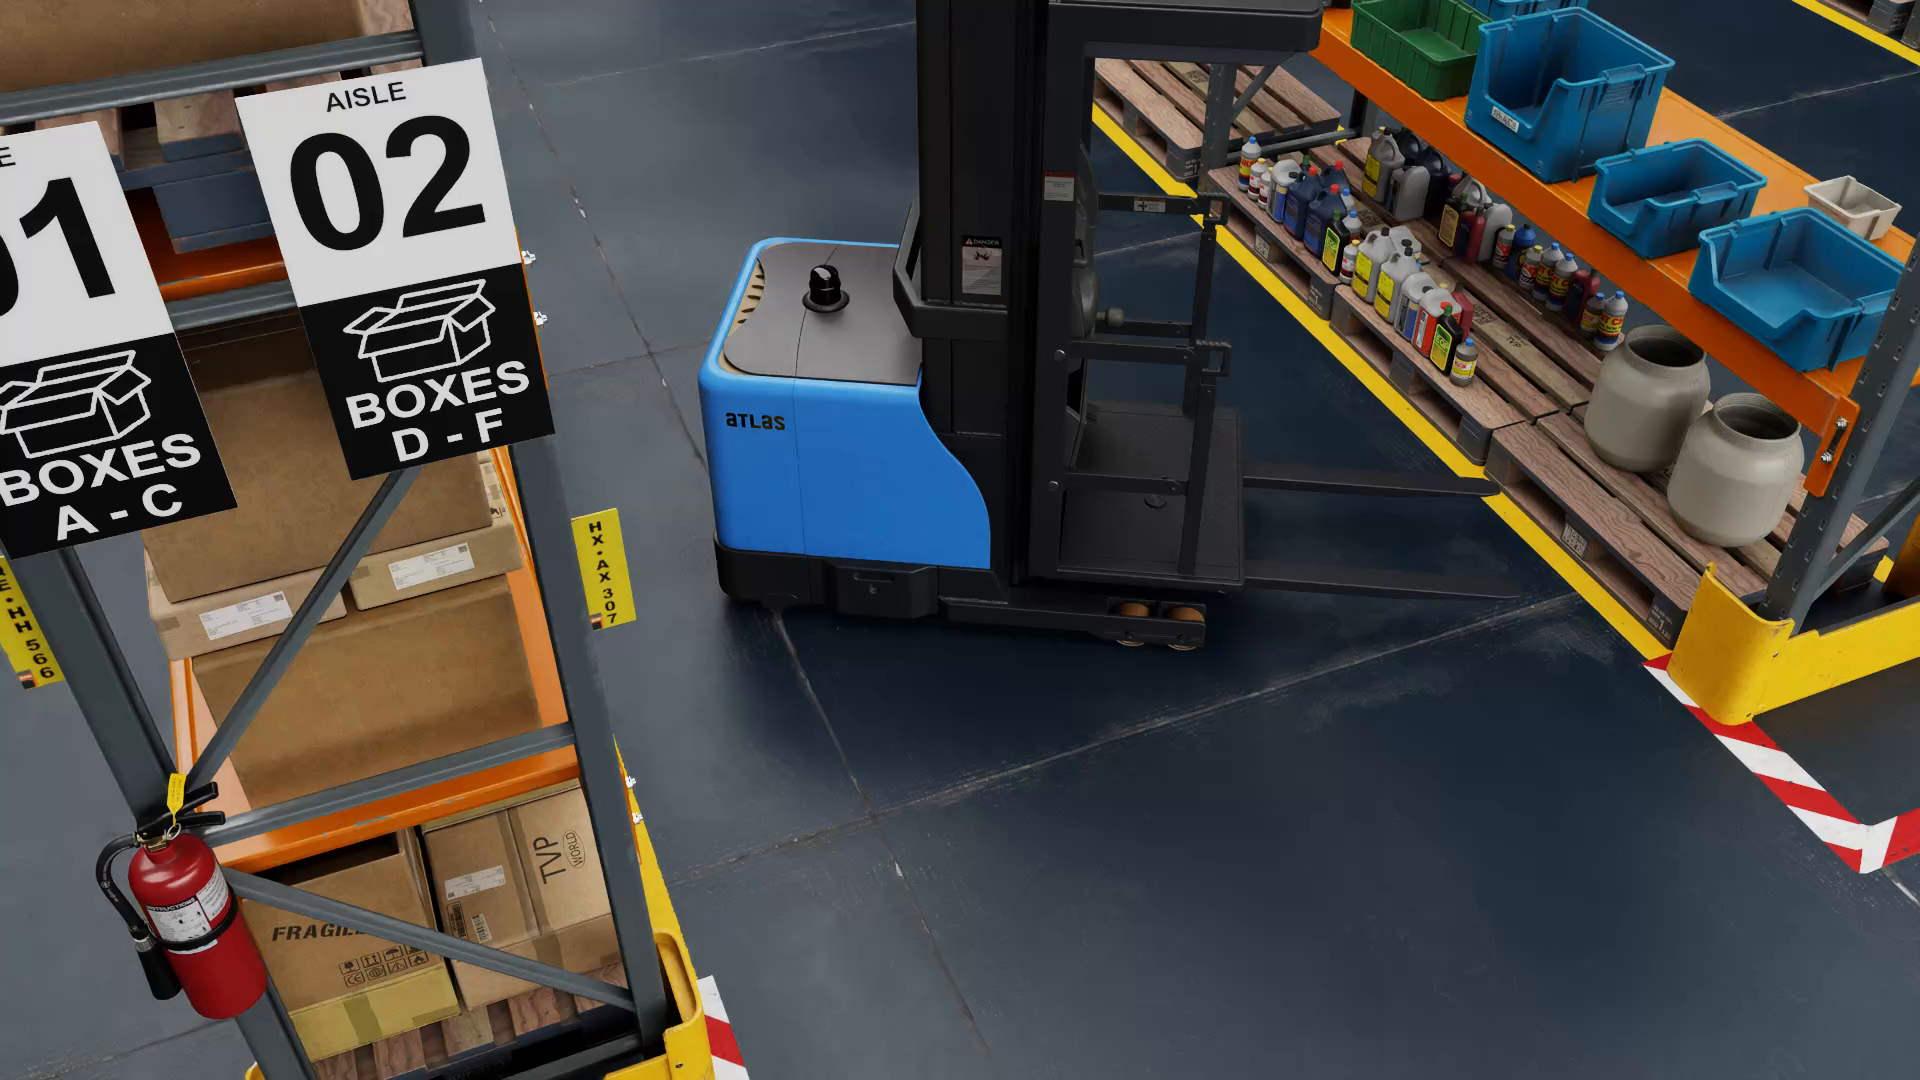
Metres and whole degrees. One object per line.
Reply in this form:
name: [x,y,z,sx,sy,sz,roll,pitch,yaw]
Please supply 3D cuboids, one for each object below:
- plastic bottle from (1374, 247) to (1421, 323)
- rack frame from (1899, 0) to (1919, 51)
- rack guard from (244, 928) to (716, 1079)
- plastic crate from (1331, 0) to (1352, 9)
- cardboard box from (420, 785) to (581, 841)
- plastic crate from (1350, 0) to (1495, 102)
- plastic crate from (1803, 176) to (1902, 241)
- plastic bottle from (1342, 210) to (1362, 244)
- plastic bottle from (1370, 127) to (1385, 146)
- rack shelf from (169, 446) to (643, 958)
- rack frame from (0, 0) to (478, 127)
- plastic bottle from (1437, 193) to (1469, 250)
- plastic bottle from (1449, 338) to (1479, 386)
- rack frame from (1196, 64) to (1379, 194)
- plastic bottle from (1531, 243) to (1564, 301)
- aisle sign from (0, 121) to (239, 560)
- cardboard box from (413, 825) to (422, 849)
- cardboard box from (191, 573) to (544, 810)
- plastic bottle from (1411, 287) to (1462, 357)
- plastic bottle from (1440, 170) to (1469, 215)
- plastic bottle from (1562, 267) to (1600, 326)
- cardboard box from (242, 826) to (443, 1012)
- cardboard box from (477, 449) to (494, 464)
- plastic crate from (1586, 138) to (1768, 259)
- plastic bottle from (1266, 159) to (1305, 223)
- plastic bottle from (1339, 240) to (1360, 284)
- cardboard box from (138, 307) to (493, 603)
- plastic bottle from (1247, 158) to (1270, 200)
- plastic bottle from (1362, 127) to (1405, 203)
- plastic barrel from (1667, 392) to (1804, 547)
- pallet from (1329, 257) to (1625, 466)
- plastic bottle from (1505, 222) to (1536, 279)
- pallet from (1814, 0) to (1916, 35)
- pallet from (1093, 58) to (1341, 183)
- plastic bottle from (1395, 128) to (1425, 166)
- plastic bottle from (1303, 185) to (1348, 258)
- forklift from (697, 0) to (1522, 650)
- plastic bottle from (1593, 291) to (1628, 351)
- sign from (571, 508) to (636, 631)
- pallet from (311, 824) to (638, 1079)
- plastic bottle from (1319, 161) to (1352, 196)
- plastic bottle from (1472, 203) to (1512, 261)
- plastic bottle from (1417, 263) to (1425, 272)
plastic bottle: [1.984,-1.173,7.507,0.144,0.351,0.185,-13,42,-15]
rack frame: [6.329,-4.318,9.470,1.000,3.000,0.127,-15,43,-17]
rack guard: [-1.285,1.523,4.595,1.175,0.500,0.348,-15,43,-17]
plastic crate: [1.836,-2.711,7.650,0.767,0.338,0.504,-15,43,-17]
cardboard box: [-1.489,0.766,5.346,0.500,0.250,0.500,-15,43,-17]
plastic crate: [2.011,-2.113,7.070,0.450,0.188,0.662,-15,43,-17]
plastic crate: [3.238,-1.192,6.037,0.298,0.136,0.250,-15,43,-17]
plastic bottle: [1.841,-1.432,7.869,0.097,0.271,0.097,0,41,0]
plastic bottle: [2.179,-2.047,8.639,0.097,0.201,0.097,0,41,0]
rack shelf: [-2.060,-0.371,5.432,1.077,0.370,4.000,-15,43,-17]
rack frame: [-1.295,-1.714,1.841,1.000,3.000,0.127,-15,43,-17]
plastic bottle: [2.378,-1.552,8.000,0.061,0.283,0.133,-15,43,-17]
plastic bottle: [2.176,-0.775,7.160,0.097,0.201,0.097,0,41,0]
rack frame: [1.753,-3.082,8.033,1.000,3.000,0.127,-15,43,-17]
plastic bottle: [2.708,-1.241,7.648,0.097,0.271,0.097,0,41,0]
aisle sign: [-1.541,-0.312,2.818,0.394,0.787,0.004,-15,43,-17]
cardboard box: [-1.975,0.897,5.193,0.500,0.250,0.500,-15,43,-17]
cardboard box: [-1.461,0.239,4.095,0.700,0.500,0.500,-15,43,-17]
plastic bottle: [2.104,-0.962,7.320,0.152,0.276,0.135,-15,43,-17]
plastic bottle: [2.440,-1.699,8.172,0.061,0.283,0.133,-12,42,-14]
plastic bottle: [2.808,-1.120,7.498,0.061,0.283,0.133,-14,43,-16]
cardboard box: [-1.775,0.911,4.601,0.500,0.500,0.500,-15,43,-17]
cardboard box: [-1.349,-0.171,4.074,0.380,0.149,0.250,-16,43,-18]
plastic crate: [2.572,-1.235,6.000,0.499,0.251,0.408,-15,43,-17]
plastic bottle: [1.619,-1.727,8.209,0.152,0.276,0.135,-14,43,-15]
plastic bottle: [1.837,-1.308,7.779,0.097,0.201,0.097,0,41,0]
cardboard box: [-1.482,-0.285,3.709,0.700,0.500,0.500,-15,43,-17]
plastic bottle: [1.509,-1.825,8.381,0.097,0.201,0.097,0,41,0]
plastic bottle: [2.132,-1.892,8.344,0.144,0.351,0.185,-15,43,-17]
plastic barrel: [2.961,-0.266,6.344,0.421,0.512,0.421,0,41,0]
pallet: [2.442,-0.874,7.604,1.003,0.211,1.213,-15,43,-17]
plastic bottle: [2.630,-1.363,7.790,0.097,0.271,0.097,0,41,0]
pallet: [6.030,-3.729,10.924,1.003,0.211,1.213,-15,43,-17]
pallet: [1.416,-2.488,9.481,1.003,0.211,1.213,-15,43,-17]
plastic bottle: [2.265,-1.928,8.386,0.144,0.351,0.185,-16,43,-18]
plastic bottle: [1.750,-1.541,7.936,0.144,0.351,0.185,-17,43,-19]
forklift: [0.619,-1.064,5.740,3.031,2.935,1.130,4,41,5]
plastic bottle: [2.877,-0.975,7.338,0.097,0.271,0.097,0,41,0]
sign: [-0.780,0.068,3.646,0.100,0.325,0.005,-15,43,-17]
pallet: [-1.626,1.168,5.230,1.003,0.211,1.213,-15,43,-17]
plastic bottle: [1.811,-1.691,8.110,0.144,0.351,0.185,-15,43,-17]
plastic bottle: [2.521,-1.491,7.935,0.152,0.276,0.135,-14,43,-16]
plastic bottle: [2.079,-1.173,7.622,0.097,0.201,0.097,0,41,0]
